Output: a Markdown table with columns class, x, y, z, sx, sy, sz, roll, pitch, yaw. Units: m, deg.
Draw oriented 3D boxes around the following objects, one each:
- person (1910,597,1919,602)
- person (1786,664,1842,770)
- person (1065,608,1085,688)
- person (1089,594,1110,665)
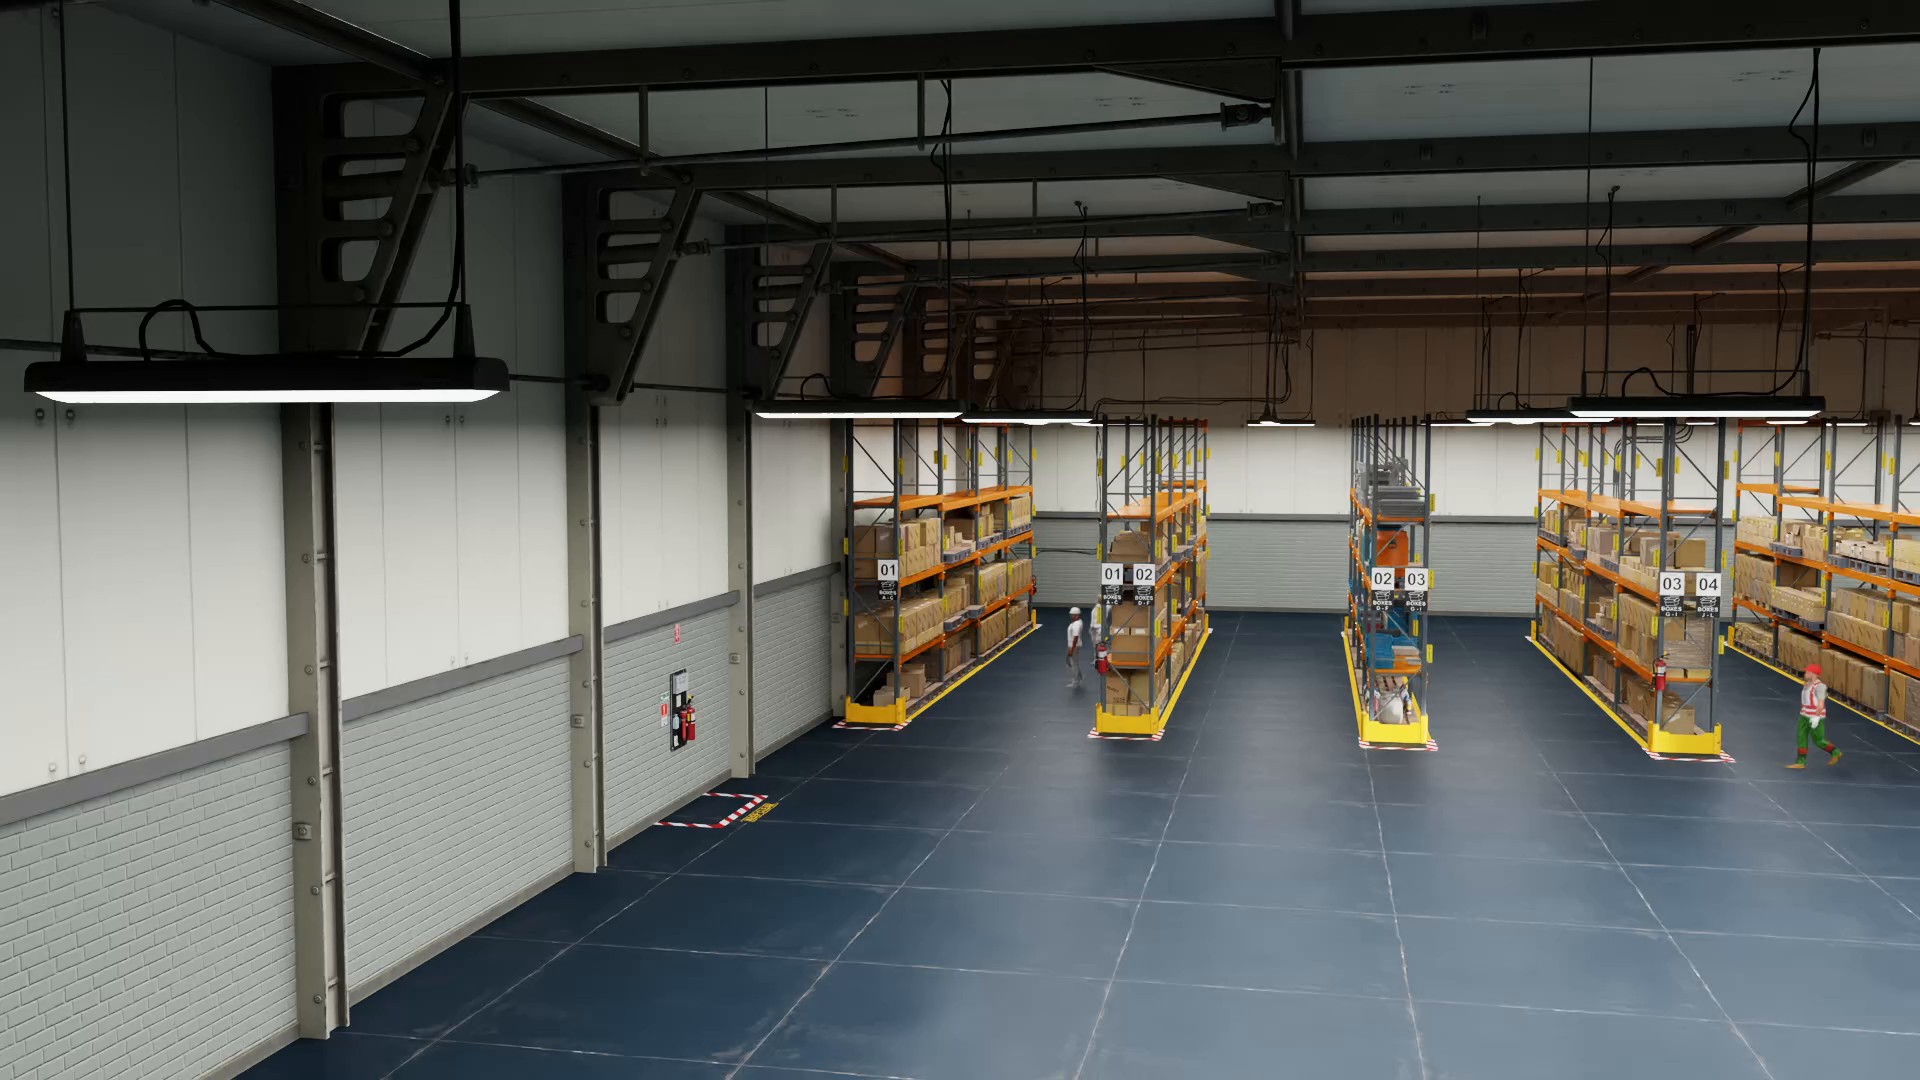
| class | x | y | z | sx | sy | sz | roll | pitch | yaw |
| --- | --- | --- | --- | --- | --- | --- | --- | --- | --- |
| person | 22.311 | 2.283 | 39.120 | 0.530 | 1.690 | 0.619 | 4 | 5 | 44 |
| person | 14.345 | 2.973 | 27.904 | 0.859 | 1.780 | 0.520 | -1 | 4 | -13 |
| person | 2.549 | 2.373 | 36.951 | 0.435 | 1.767 | 0.661 | 0 | 4 | -1 |
| person | 3.359 | 2.183 | 40.377 | 0.461 | 1.836 | 0.614 | -3 | 5 | -36 |
